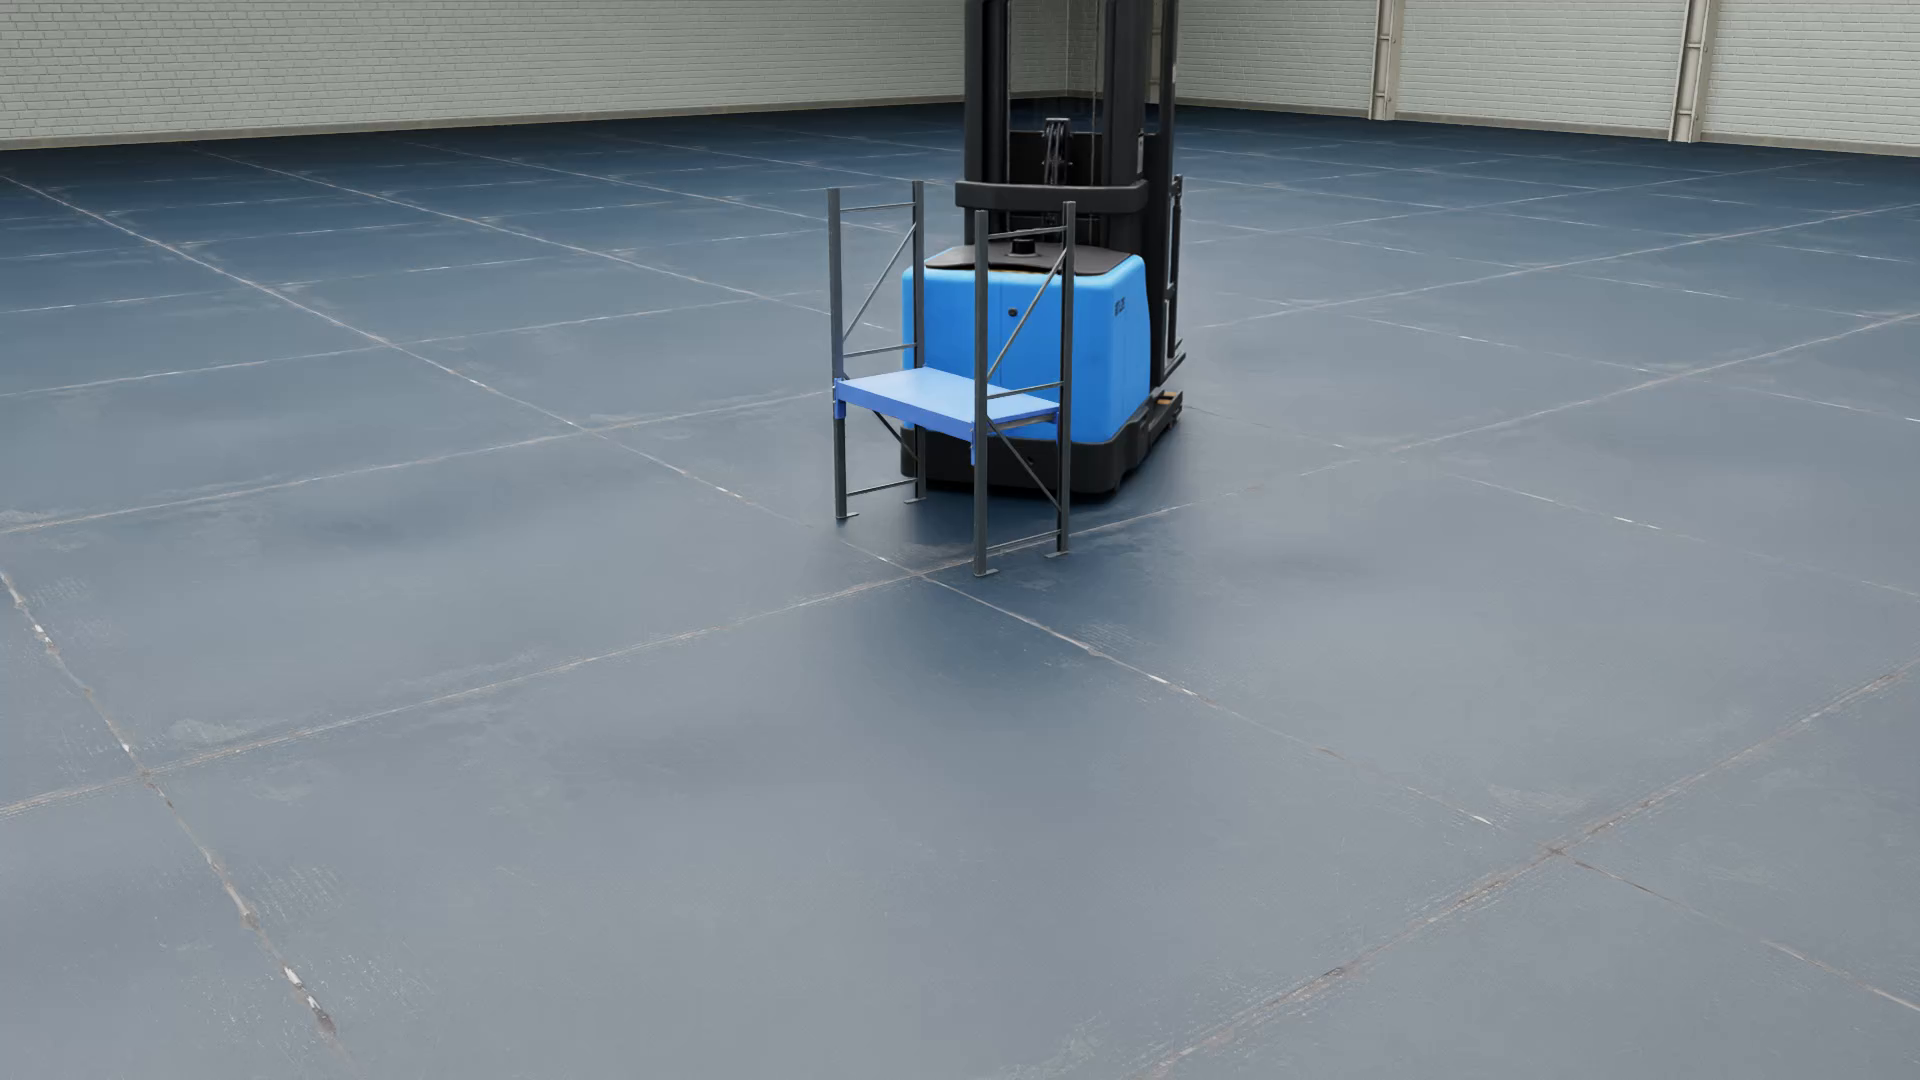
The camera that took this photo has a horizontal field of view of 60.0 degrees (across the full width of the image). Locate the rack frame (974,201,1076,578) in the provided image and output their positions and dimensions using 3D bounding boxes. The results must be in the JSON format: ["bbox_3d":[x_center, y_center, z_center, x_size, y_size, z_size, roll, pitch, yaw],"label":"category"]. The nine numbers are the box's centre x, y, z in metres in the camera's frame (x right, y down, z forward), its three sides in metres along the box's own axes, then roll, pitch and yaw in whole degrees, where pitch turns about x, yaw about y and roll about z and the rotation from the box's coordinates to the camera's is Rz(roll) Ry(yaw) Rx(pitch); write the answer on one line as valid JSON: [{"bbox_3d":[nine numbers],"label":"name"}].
[{"bbox_3d":[0.263,-0.608,6.812,0.500,1.500,0.032,-14,23,-36],"label":"rack frame"}]

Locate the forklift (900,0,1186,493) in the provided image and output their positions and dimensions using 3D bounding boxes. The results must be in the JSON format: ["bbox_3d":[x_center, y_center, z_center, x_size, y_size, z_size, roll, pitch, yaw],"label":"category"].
[{"bbox_3d":[0.630,-2.037,8.850,1.130,2.935,3.031,6,19,16],"label":"forklift"}]

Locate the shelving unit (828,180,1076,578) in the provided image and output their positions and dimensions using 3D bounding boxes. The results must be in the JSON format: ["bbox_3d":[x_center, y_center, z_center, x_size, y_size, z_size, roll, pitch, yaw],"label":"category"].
[{"bbox_3d":[-0.053,-0.733,7.190,0.538,1.500,1.048,-14,23,-36],"label":"shelving unit"}]

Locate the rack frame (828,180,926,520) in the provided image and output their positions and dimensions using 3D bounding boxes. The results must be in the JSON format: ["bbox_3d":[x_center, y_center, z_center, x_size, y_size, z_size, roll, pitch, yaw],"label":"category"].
[{"bbox_3d":[-0.369,-0.858,7.568,0.500,1.500,0.032,-14,23,-36],"label":"rack frame"}]

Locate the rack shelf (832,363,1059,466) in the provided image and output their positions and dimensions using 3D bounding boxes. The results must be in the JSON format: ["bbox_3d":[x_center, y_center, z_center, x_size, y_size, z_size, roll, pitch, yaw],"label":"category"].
[{"bbox_3d":[-0.053,-0.562,7.247,0.538,0.185,1.000,-14,23,-36],"label":"rack shelf"}]

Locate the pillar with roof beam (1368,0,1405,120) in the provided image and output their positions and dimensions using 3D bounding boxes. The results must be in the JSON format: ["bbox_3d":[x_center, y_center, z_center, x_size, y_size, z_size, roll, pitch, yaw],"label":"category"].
[{"bbox_3d":[4.529,-11.314,27.216,9.100,9.000,0.400,-14,23,-36],"label":"pillar with roof beam"}]

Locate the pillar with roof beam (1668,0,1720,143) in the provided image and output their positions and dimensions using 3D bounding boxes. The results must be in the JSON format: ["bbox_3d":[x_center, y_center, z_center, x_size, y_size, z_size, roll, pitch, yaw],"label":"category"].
[{"bbox_3d":[8.255,-9.836,22.751,9.100,9.000,0.400,-14,23,-36],"label":"pillar with roof beam"}]

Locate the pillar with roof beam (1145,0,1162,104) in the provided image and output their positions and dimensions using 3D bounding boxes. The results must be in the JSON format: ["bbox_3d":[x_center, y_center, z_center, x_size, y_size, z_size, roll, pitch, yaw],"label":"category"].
[{"bbox_3d":[0.804,-12.793,31.681,9.100,9.000,0.400,-14,23,-36],"label":"pillar with roof beam"}]
